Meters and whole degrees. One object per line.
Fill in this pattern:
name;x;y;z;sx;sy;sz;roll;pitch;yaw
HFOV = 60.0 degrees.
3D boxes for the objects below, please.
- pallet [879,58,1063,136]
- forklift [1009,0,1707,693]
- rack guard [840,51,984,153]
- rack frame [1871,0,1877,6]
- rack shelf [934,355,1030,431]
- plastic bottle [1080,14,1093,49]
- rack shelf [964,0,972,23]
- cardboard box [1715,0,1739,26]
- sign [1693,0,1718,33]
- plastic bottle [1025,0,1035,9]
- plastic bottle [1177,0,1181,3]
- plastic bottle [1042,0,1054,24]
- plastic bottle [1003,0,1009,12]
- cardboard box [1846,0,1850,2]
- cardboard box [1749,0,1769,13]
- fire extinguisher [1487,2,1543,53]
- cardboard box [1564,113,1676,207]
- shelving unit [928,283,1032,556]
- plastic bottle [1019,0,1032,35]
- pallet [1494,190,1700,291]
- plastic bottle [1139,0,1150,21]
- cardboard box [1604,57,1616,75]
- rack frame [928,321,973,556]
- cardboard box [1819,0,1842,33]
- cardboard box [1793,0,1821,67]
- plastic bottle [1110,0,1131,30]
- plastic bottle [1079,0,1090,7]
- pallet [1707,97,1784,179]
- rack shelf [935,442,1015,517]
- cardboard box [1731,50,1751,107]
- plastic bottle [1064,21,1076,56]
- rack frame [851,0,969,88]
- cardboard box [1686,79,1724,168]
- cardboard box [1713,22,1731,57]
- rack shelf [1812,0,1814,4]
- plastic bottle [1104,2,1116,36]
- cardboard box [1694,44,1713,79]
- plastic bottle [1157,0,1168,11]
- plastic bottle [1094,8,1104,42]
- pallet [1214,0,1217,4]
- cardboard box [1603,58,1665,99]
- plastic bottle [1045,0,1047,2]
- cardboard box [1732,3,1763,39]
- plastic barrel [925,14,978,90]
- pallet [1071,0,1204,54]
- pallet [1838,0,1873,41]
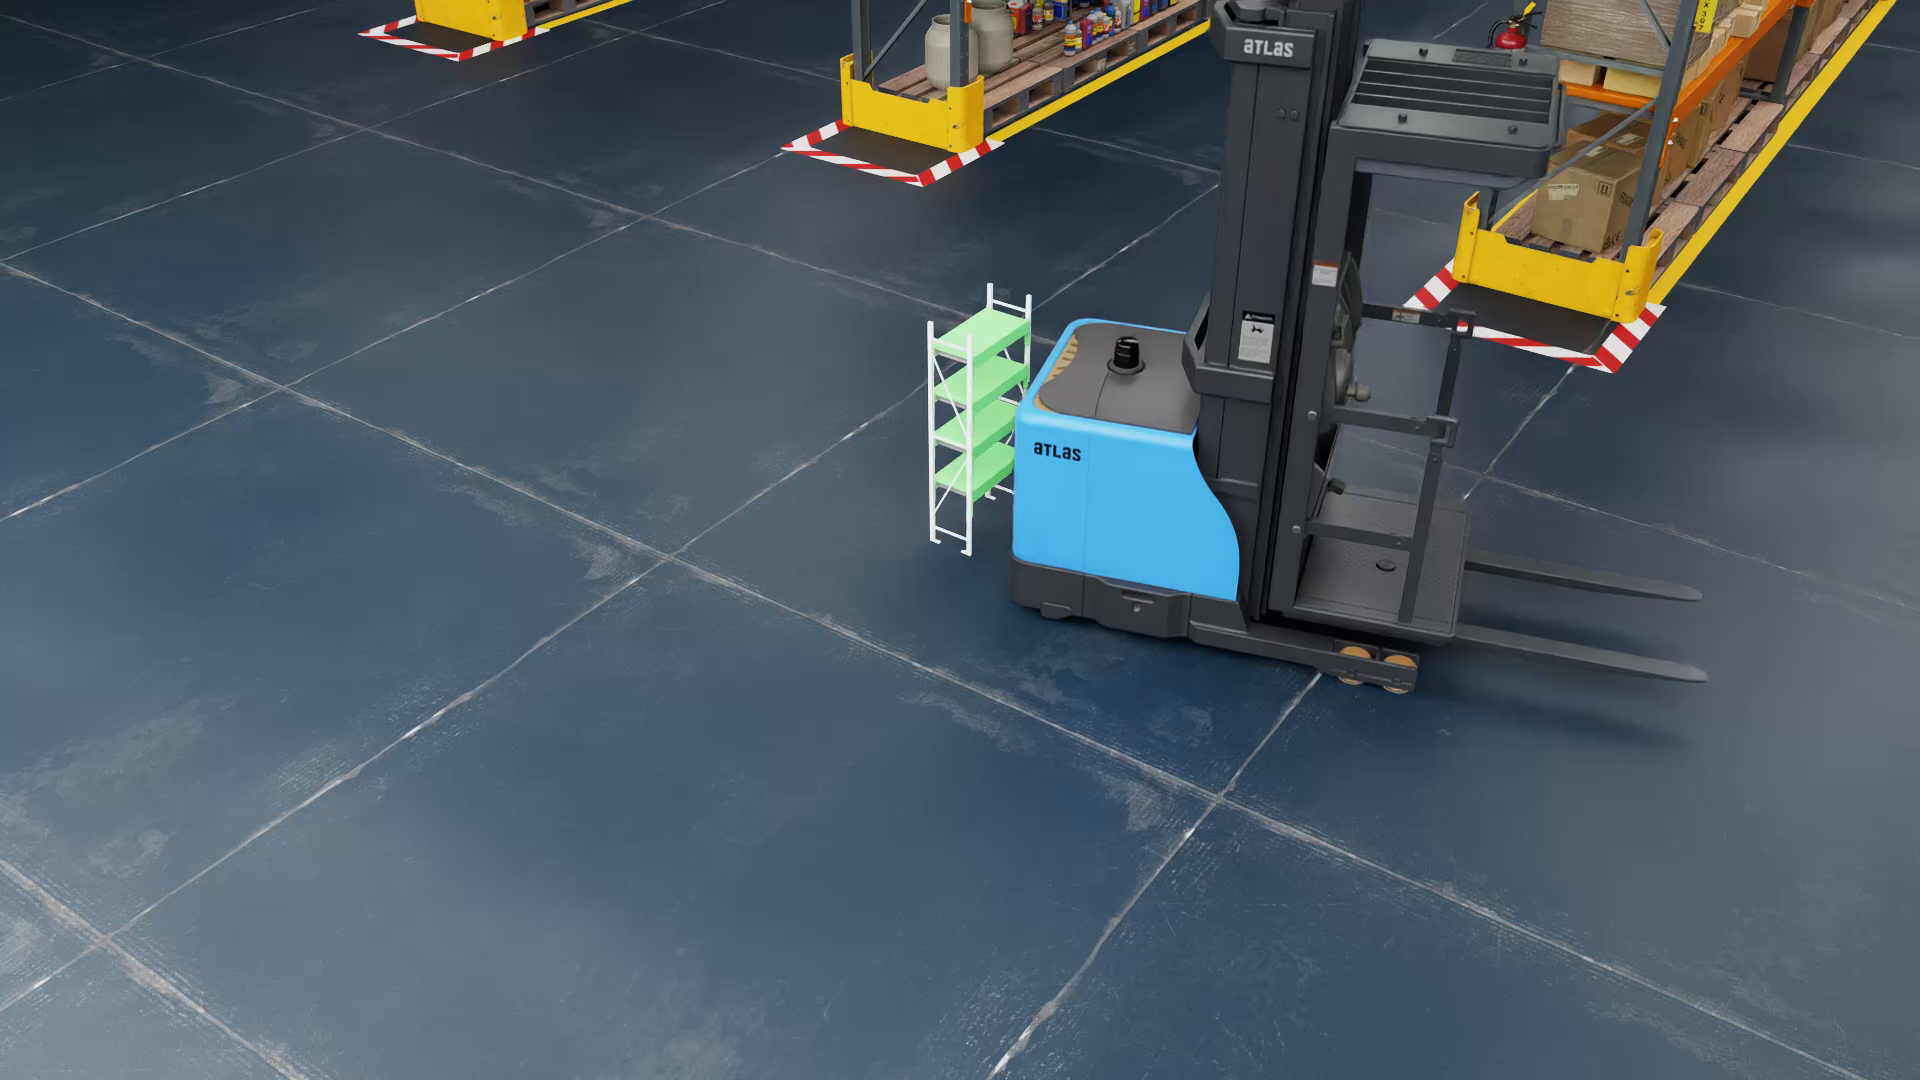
pallet;0.094;-3.639;13.442;1.003;0.211;1.213;21;39;28
forklift;1.801;-0.880;6.935;3.031;2.935;1.130;10;35;15
rack guard;-0.374;-3.386;12.811;1.175;0.500;0.348;21;39;28
rack frame;8.252;-6.471;15.142;1.000;3.000;0.127;21;39;28
rack shelf;0.094;-0.719;7.928;0.258;0.148;0.480;21;39;28
plastic bottle;1.056;-4.262;13.907;0.061;0.283;0.133;22;40;29
rack shelf;0.762;-4.994;13.599;1.077;0.370;4.000;21;39;28
cardboard box;4.534;-3.683;10.664;0.875;0.500;0.500;21;39;28
sign;4.136;-2.975;9.199;0.100;0.325;0.005;21;39;28
plastic bottle;0.554;-4.582;14.387;0.152;0.276;0.135;20;39;27
plastic bottle;1.952;-4.969;15.026;0.097;0.201;0.097;0;34;0
plastic bottle;0.769;-4.610;14.495;0.097;0.201;0.097;0;34;0
plastic bottle;0.360;-4.474;14.220;0.061;0.283;0.133;22;40;29
cardboard box;7.887;-5.303;15.253;0.700;0.500;0.500;19;38;26
cardboard box;5.223;-3.648;11.191;0.380;0.149;0.250;21;39;28
fire extinguisher;3.247;-2.852;9.859;0.296;0.674;0.183;21;39;28
cardboard box;4.373;-2.496;11.120;0.500;0.500;0.500;-25;41;-32
shelving unit;0.094;-0.573;8.027;0.258;1.200;0.503;21;39;28
plastic bottle;0.563;-4.487;14.240;0.061;0.283;0.133;21;39;28
pallet;4.226;-2.032;11.067;1.003;0.211;1.213;21;39;28
plastic bottle;1.604;-4.705;14.561;0.061;0.283;0.133;24;41;31
cardboard box;3.827;-2.998;10.229;0.380;0.149;0.250;21;39;28
rack frame;-0.045;-0.461;7.860;0.240;1.200;0.015;21;39;28
cardboard box;7.263;-4.781;14.481;0.700;0.500;0.500;25;41;32
cardboard box;6.627;-4.266;13.720;0.700;0.500;0.500;21;39;28
plastic bottle;1.383;-4.568;14.365;0.152;0.276;0.135;22;40;29
plastic bottle;1.118;-4.920;14.891;0.097;0.271;0.097;0;34;0
pallet;5.617;-3.155;12.727;1.003;0.211;1.213;21;39;28
rack shelf;0.094;-0.321;8.197;0.258;0.148;0.480;21;39;28
cardboard box;5.710;-3.598;12.749;0.500;0.500;0.500;20;39;27
plastic bottle;0.912;-4.159;13.765;0.097;0.271;0.097;0;34;0
rack frame;-0.378;-4.372;12.037;1.000;3.000;0.127;21;39;28
cardboard box;5.101;-3.021;11.896;0.500;0.500;0.500;18;38;24
cardboard box;4.636;-3.194;10.520;0.380;0.149;0.250;21;39;28
rack shelf;7.112;-5.253;13.982;1.077;0.370;4.000;21;39;28
plastic bottle;1.280;-4.456;14.204;0.097;0.271;0.097;0;34;0
cardboard box;4.362;-2.960;10.173;0.380;0.149;0.250;21;39;28
plastic bottle;1.772;-4.909;14.803;0.144;0.351;0.185;20;39;27
plastic bottle;1.164;-4.362;14.066;0.097;0.271;0.097;0;34;0
pallet;2.318;-5.431;16.093;1.003;0.211;1.213;21;39;28
cardboard box;4.049;-2.741;9.849;0.380;0.149;0.250;21;39;28
plastic bottle;0.751;-4.776;14.607;0.144;0.351;0.185;21;39;28
cardboard box;4.984;-3.400;10.824;0.380;0.149;0.250;21;39;28
plastic barrel;-0.066;-3.842;13.100;0.421;0.512;0.421;0;34;0
pallet;1.485;-4.762;15.103;1.003;0.211;1.213;21;39;28
pallet;7.805;-4.957;15.392;1.003;0.211;1.213;21;39;28
